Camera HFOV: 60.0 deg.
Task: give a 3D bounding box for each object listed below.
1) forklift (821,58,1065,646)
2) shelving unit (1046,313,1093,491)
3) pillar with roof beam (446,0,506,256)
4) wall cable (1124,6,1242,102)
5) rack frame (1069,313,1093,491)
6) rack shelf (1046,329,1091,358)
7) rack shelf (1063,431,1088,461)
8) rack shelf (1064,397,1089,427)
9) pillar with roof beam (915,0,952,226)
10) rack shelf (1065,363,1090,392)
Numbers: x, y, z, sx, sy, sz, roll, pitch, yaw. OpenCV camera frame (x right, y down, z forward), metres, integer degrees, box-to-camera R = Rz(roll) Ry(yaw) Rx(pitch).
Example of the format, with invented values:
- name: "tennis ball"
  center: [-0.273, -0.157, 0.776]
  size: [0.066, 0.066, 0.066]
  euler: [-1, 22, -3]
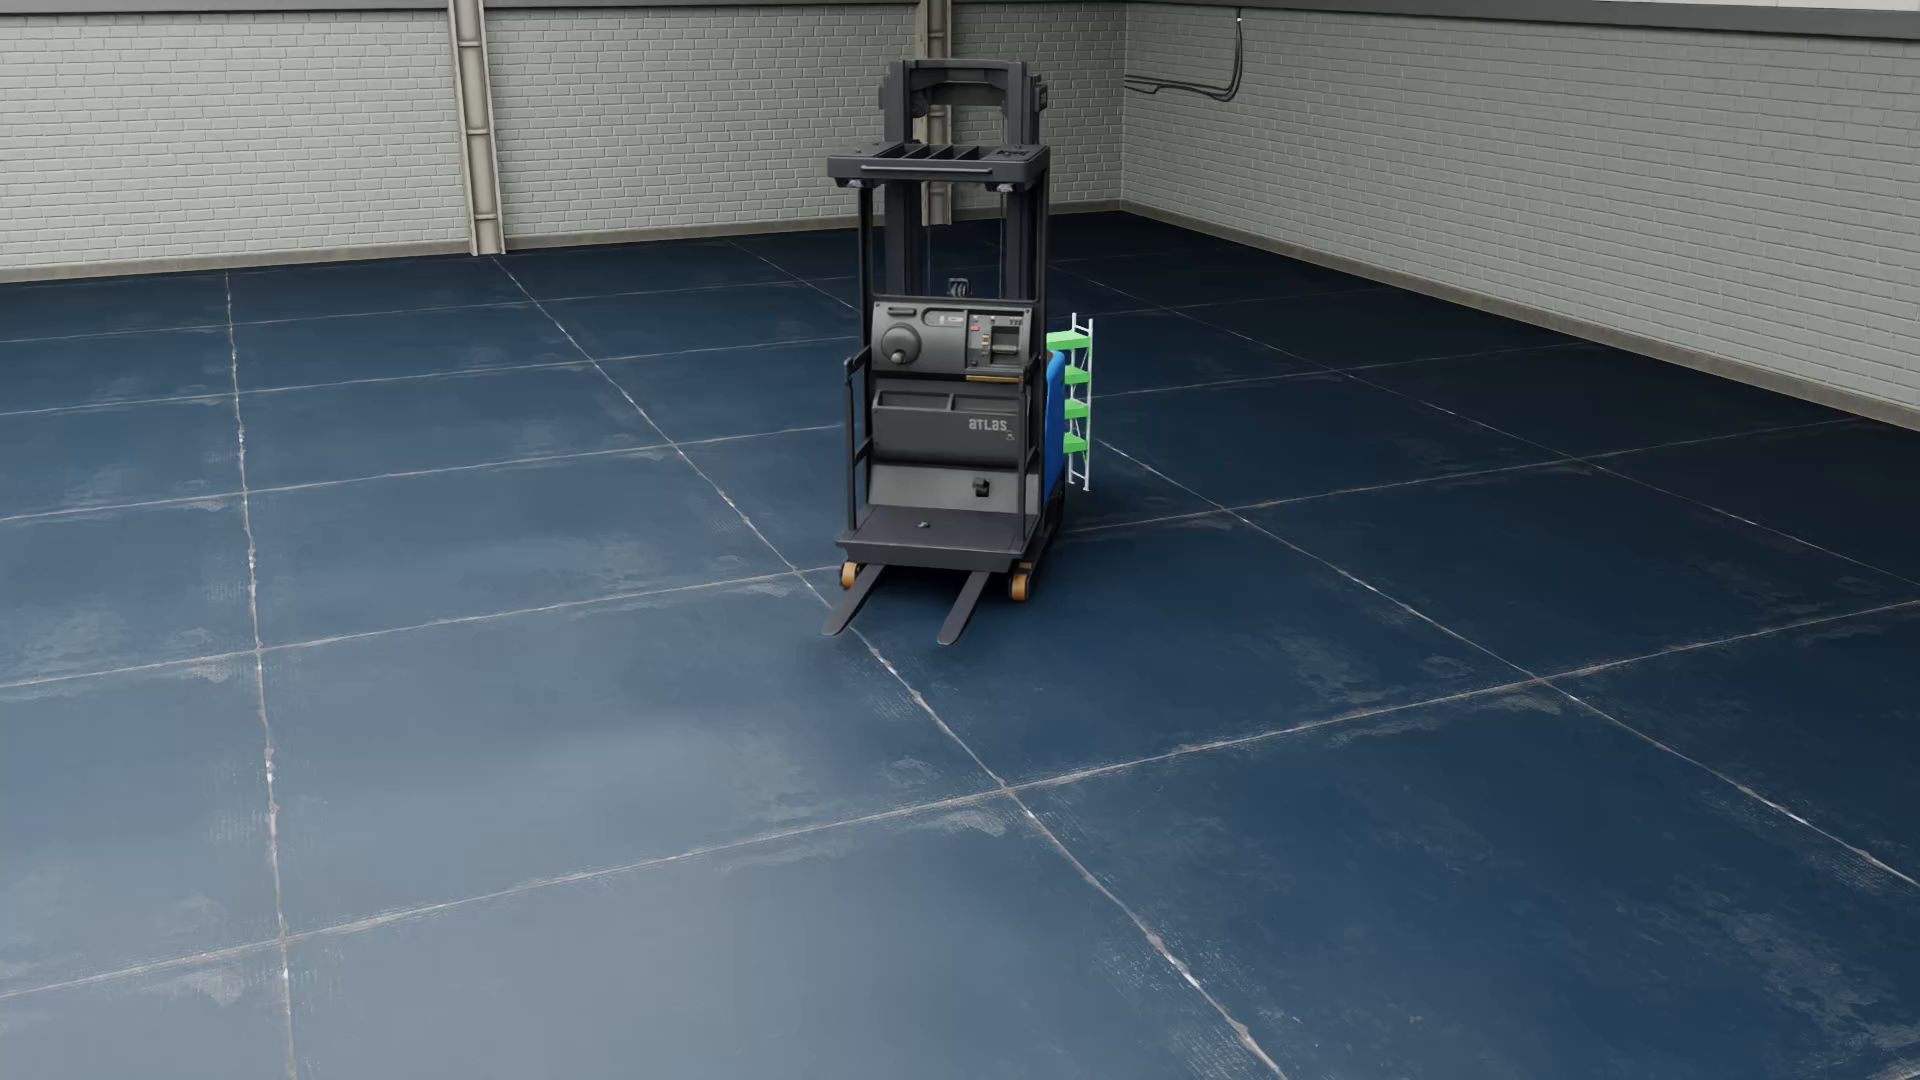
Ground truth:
- name: "forklift"
  center: [-0.089, -1.161, 9.406]
  size: [1.130, 2.935, 3.031]
  euler: [4, 20, 10]
- name: "shelving unit"
  center: [0.606, -0.903, 11.281]
  size: [0.503, 1.200, 0.258]
  euler: [-9, 21, -25]
- name: "pillar with roof beam"
  center: [-4.157, -6.497, 15.423]
  size: [0.400, 9.000, 9.100]
  euler: [-8, 21, -22]
- name: "wall cable"
  center: [2.876, -7.118, 21.865]
  size: [0.112, 2.526, 3.097]
  euler: [-8, 21, -22]
- name: "rack frame"
  center: [0.825, -0.940, 11.384]
  size: [0.015, 1.200, 0.240]
  euler: [-9, 21, -25]
- name: "rack shelf"
  center: [0.606, -1.296, 11.143]
  size: [0.480, 0.148, 0.258]
  euler: [-9, 21, -25]
- name: "rack shelf"
  center: [0.606, -0.617, 11.382]
  size: [0.480, 0.148, 0.258]
  euler: [-9, 21, -25]
- name: "rack shelf"
  center: [0.606, -0.843, 11.303]
  size: [0.480, 0.148, 0.258]
  euler: [-9, 21, -25]
- name: "pillar with roof beam"
  center: [1.352, -7.286, 17.665]
  size: [0.400, 9.000, 9.100]
  euler: [-8, 21, -22]
- name: "rack shelf"
  center: [0.606, -1.070, 11.223]
  size: [0.480, 0.148, 0.258]
  euler: [-9, 21, -25]
